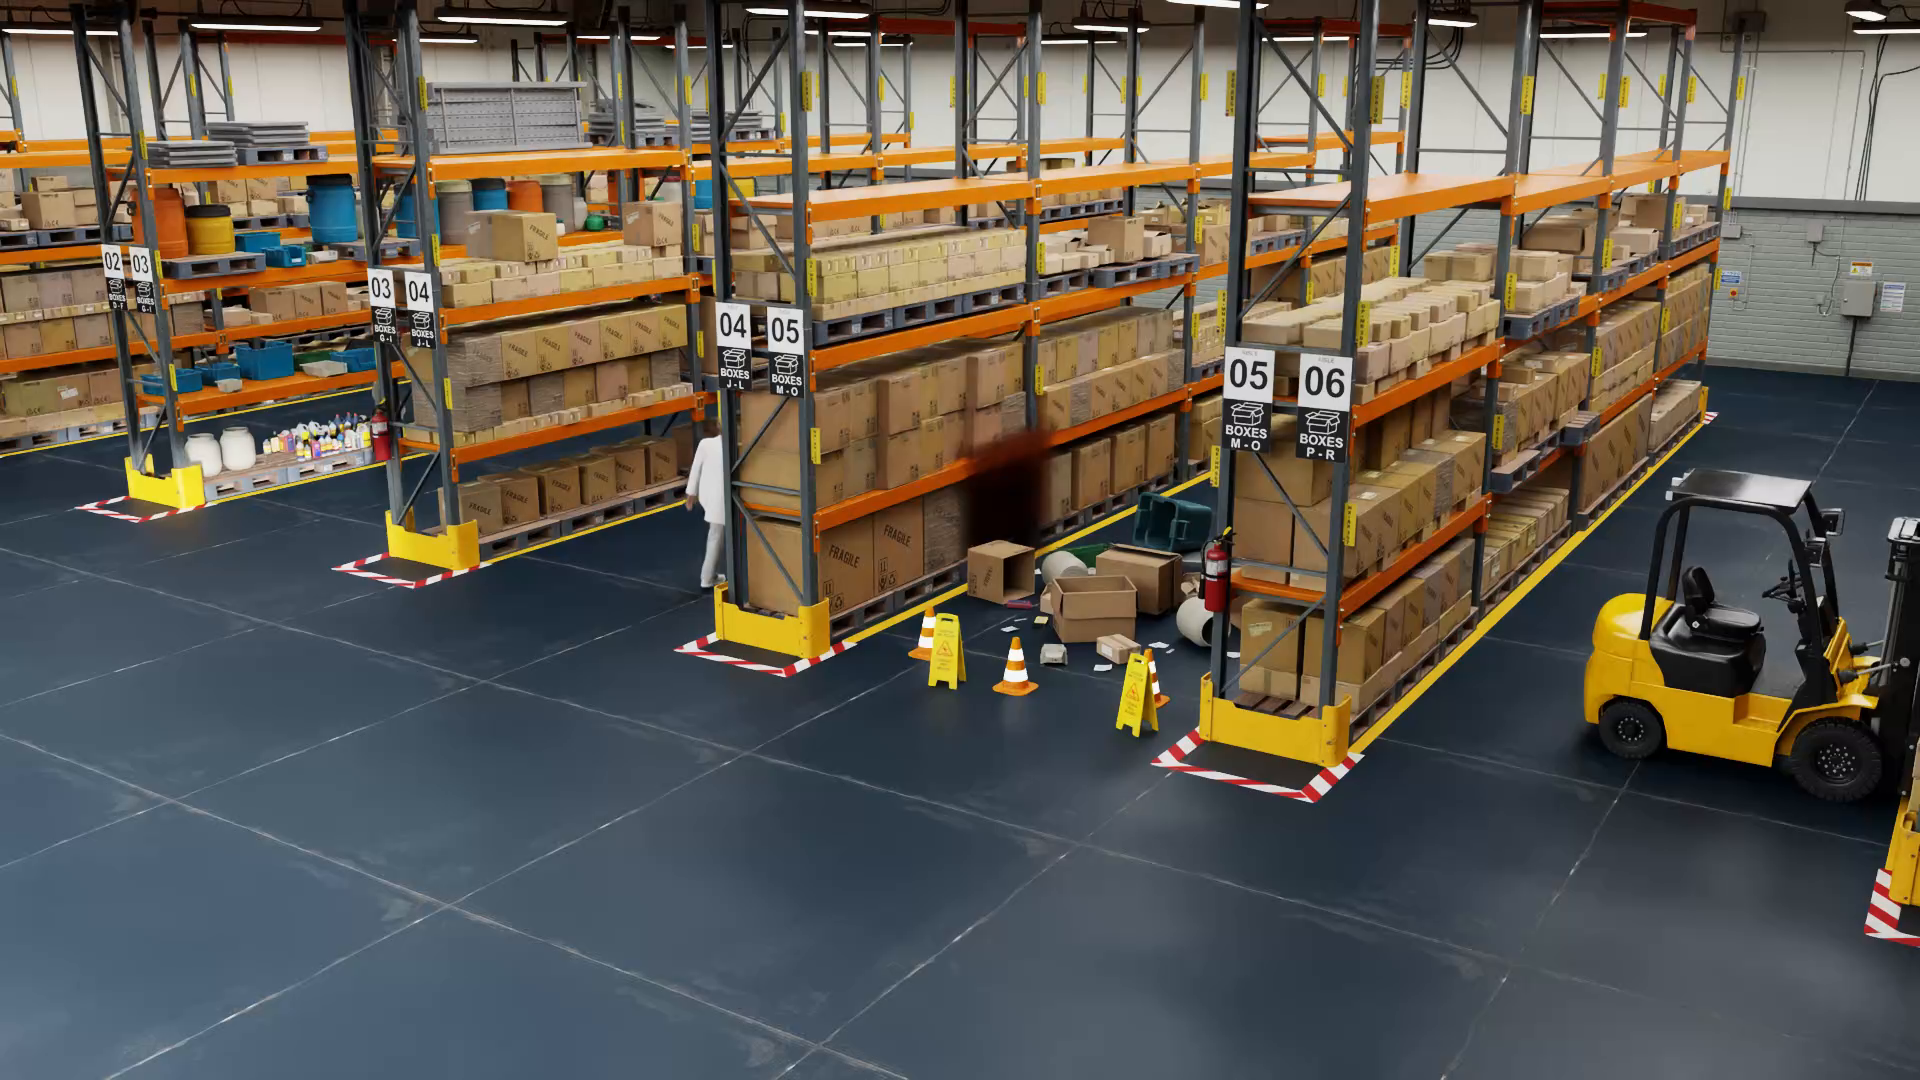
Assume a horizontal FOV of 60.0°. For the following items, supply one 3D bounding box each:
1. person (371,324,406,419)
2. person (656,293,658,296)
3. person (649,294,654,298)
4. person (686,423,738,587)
[{"bbox_3d":[-8.743,-2.534,25.190,0.554,1.668,0.525,-7,17,-24],"label":"person"},{"bbox_3d":[-5.528,-4.317,31.476,0.559,1.702,1.077,11,19,34],"label":"person"},{"bbox_3d":[-7.172,-6.272,38.375,0.503,1.783,0.592,8,18,28],"label":"person"},{"bbox_3d":[-2.512,-0.419,17.395,0.630,1.740,0.743,8,18,27],"label":"person"}]
